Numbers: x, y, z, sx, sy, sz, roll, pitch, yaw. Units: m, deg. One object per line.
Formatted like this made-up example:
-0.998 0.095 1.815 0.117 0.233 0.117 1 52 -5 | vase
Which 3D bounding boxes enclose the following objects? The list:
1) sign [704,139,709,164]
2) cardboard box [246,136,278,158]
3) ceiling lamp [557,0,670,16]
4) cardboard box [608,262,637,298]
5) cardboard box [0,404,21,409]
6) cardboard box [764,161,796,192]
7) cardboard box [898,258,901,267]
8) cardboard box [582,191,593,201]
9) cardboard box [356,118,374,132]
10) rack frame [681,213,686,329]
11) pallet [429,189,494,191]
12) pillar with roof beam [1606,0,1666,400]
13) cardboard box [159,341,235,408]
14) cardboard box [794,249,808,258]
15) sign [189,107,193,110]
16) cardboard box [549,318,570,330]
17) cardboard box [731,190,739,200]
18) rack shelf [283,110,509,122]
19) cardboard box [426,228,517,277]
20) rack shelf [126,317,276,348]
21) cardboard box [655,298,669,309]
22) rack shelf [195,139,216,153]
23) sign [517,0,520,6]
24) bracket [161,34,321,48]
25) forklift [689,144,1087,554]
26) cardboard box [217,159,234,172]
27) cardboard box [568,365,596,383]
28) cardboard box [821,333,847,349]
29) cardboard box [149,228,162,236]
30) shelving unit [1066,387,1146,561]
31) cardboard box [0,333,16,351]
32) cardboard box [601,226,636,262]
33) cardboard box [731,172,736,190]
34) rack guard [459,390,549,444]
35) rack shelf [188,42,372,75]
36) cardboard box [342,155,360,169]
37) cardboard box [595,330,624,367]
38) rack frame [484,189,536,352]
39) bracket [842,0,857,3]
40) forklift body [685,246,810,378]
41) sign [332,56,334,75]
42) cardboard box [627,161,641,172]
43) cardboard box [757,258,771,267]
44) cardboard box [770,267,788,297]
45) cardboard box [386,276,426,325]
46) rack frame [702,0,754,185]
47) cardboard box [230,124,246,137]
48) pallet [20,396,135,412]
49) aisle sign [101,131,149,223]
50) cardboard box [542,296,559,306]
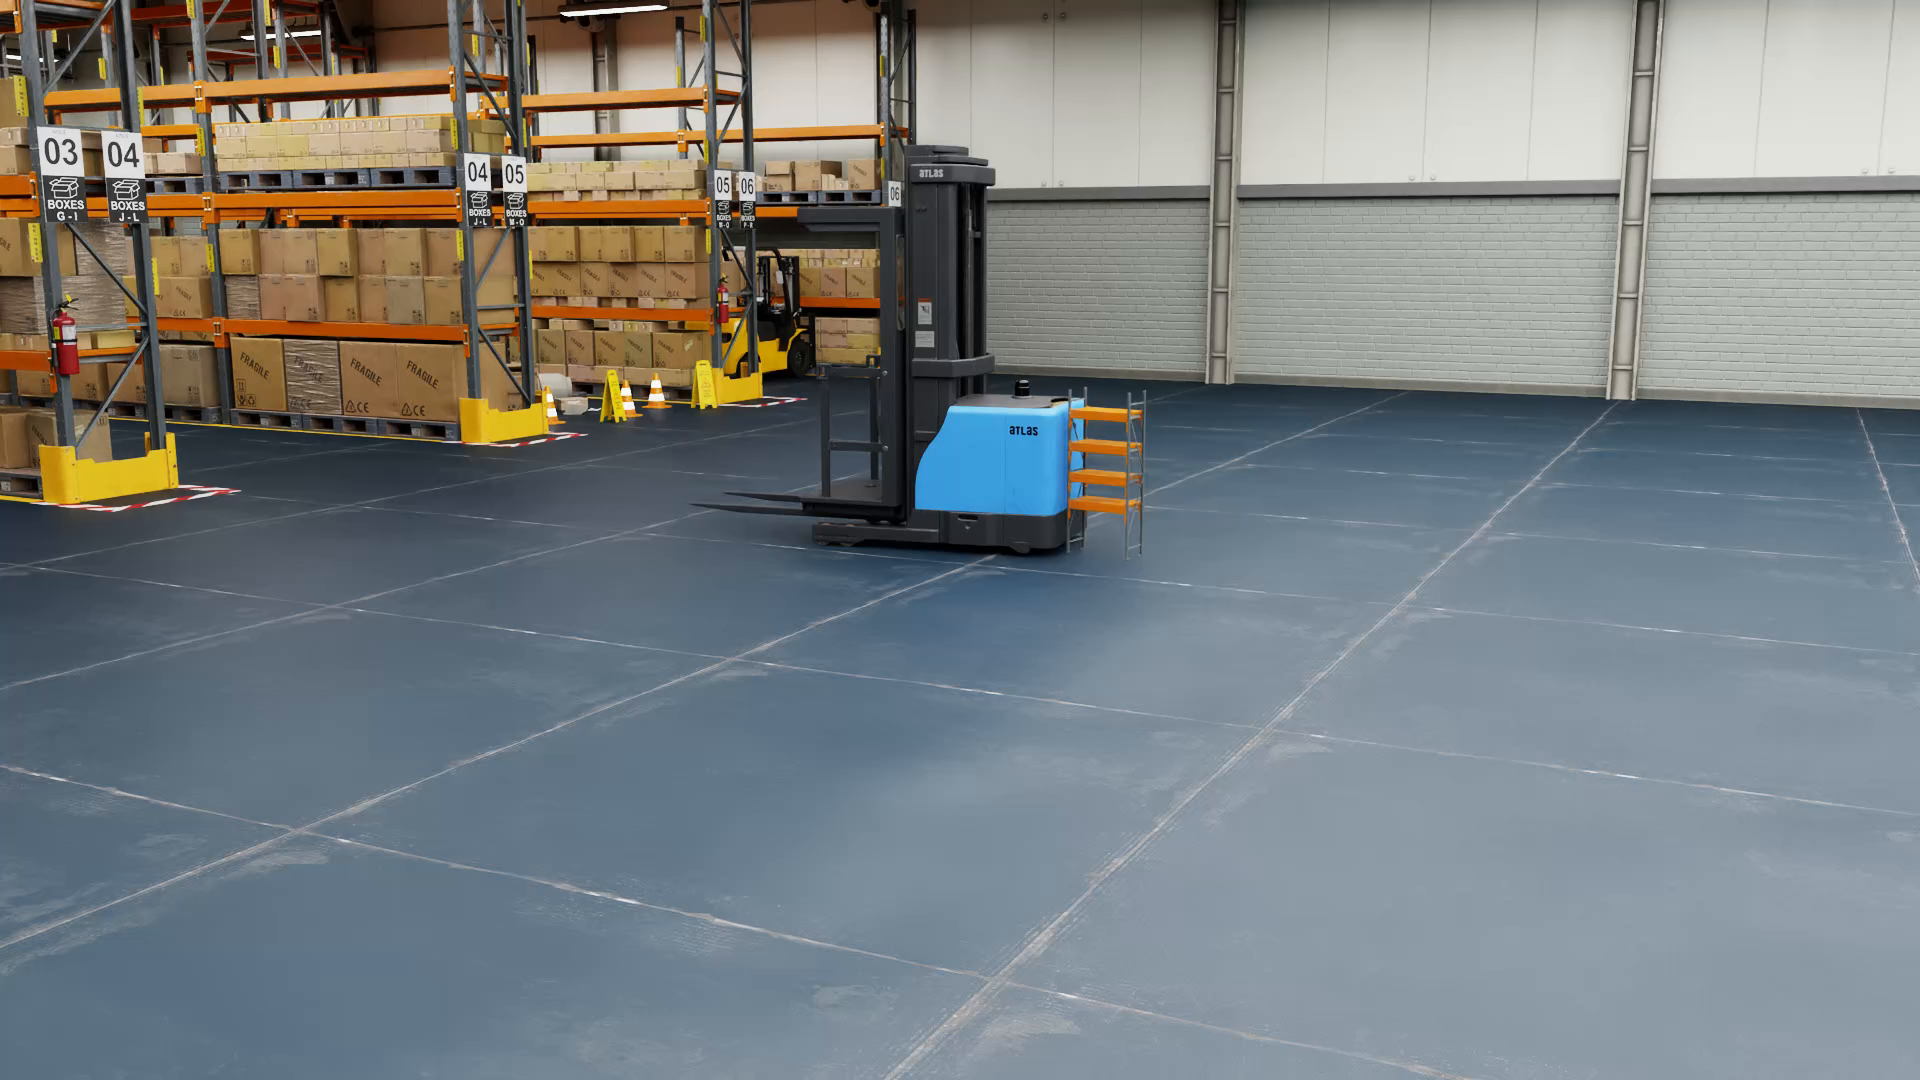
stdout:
-3.455 -5.291 22.632 0.005 0.325 0.100 5 11 26 | sign
-8.111 -4.664 19.783 0.500 0.250 0.500 5 11 25 | cardboard box
-5.434 -10.037 26.529 2.000 3.185 0.800 5 11 26 | ceiling lamp
-4.694 -3.741 23.860 0.500 0.500 0.500 5 11 26 | cardboard box
-9.233 -1.006 15.705 0.500 0.500 0.500 6 12 31 | cardboard box
-2.886 -6.187 28.318 0.637 0.503 0.797 5 12 28 | cardboard box
-1.188 -4.696 28.151 0.250 0.149 0.380 5 11 24 | cardboard box
-5.223 -4.948 23.930 0.250 0.149 0.380 5 11 26 | cardboard box
-6.653 -4.721 18.975 0.250 0.149 0.380 5 11 26 | cardboard box
-4.586 -4.574 29.582 0.127 3.000 1.000 5 11 26 | rack frame
-7.285 -5.231 25.313 1.003 0.211 1.213 5 11 26 | pallet
7.632 -5.777 19.381 0.400 9.000 9.100 5 11 26 | pillar with roof beam
-9.475 -2.117 21.142 0.750 0.750 1.050 5 11 26 | cardboard box
-2.602 -4.853 28.185 0.250 0.149 0.380 5 12 27 | cardboard box
-15.587 -8.884 33.704 0.005 0.325 0.100 5 11 26 | sign
-5.822 -3.174 24.459 0.250 0.149 0.380 6 12 28 | cardboard box
-3.345 -4.896 23.645 0.250 0.149 0.380 5 11 26 | cardboard box
-8.572 -6.340 25.637 4.000 0.370 1.077 5 11 26 | rack shelf
-5.607 -3.308 19.133 0.550 0.550 0.875 5 11 26 | cardboard box
-10.672 -2.786 21.723 4.000 0.370 1.077 5 11 26 | rack shelf
-4.118 -3.364 23.598 0.250 0.149 0.380 5 11 25 | cardboard box
-13.554 -7.959 33.466 4.000 0.370 1.077 5 11 26 | rack shelf
-5.040 -6.245 18.902 0.005 0.325 0.100 5 11 26 | sign
-14.826 -10.306 34.298 4.783 0.066 0.076 5 11 26 | bracket
-0.594 -1.478 12.668 3.031 2.935 1.130 3 11 18 | forklift
-8.702 -4.508 20.039 0.250 0.149 0.380 5 11 25 | cardboard box
-5.409 -2.464 24.462 0.500 0.250 0.500 5 11 25 | cardboard box
-2.019 -3.388 28.168 0.500 0.250 0.500 5 11 25 | cardboard box
-14.121 -5.338 28.894 0.250 0.149 0.380 5 11 25 | cardboard box
1.056 -0.486 12.045 0.503 1.200 0.258 7 12 34 | shelving unit
-8.394 -1.781 14.851 0.250 0.149 0.380 5 11 26 | cardboard box
-4.700 -4.224 23.722 0.500 0.500 0.700 5 11 25 | cardboard box
-3.525 -5.097 23.633 0.500 0.250 0.500 5 11 25 | cardboard box
-5.270 -1.436 19.259 0.348 0.500 1.175 5 11 26 | rack guard
-13.554 -9.596 33.170 4.000 0.370 1.077 5 11 26 | rack shelf
-6.879 -4.348 19.155 0.250 0.149 0.380 5 11 26 | cardboard box
-4.945 -2.792 24.168 0.500 0.500 0.500 5 11 24 | cardboard box
-6.779 -3.781 25.200 0.127 3.000 1.000 5 11 26 | rack frame
-1.754 -9.157 27.952 0.430 0.232 0.235 5 11 26 | bracket
-3.507 -3.700 27.132 1.214 2.155 2.313 5 11 26 | forklift body
-10.135 -7.635 26.801 0.005 0.325 0.100 5 11 26 | sign
-4.498 -5.283 23.540 0.250 0.149 0.380 5 11 26 | cardboard box
-3.281 -4.770 28.562 0.250 0.149 0.380 5 11 24 | cardboard box
-2.933 -4.426 28.480 0.500 0.500 0.500 5 11 26 | cardboard box
-6.147 -2.803 19.375 0.550 0.550 0.875 5 11 26 | cardboard box
-3.192 -6.418 22.925 0.127 3.000 1.000 5 11 26 | rack frame
-8.473 -4.880 19.858 0.250 0.149 0.380 5 11 25 | cardboard box
-11.792 -1.852 22.369 1.213 0.211 1.003 5 11 26 | pallet
-7.388 -3.206 14.720 0.004 0.787 0.394 5 11 26 | aisle sign
-5.931 -3.529 24.511 0.250 0.149 0.380 5 12 28 | cardboard box
